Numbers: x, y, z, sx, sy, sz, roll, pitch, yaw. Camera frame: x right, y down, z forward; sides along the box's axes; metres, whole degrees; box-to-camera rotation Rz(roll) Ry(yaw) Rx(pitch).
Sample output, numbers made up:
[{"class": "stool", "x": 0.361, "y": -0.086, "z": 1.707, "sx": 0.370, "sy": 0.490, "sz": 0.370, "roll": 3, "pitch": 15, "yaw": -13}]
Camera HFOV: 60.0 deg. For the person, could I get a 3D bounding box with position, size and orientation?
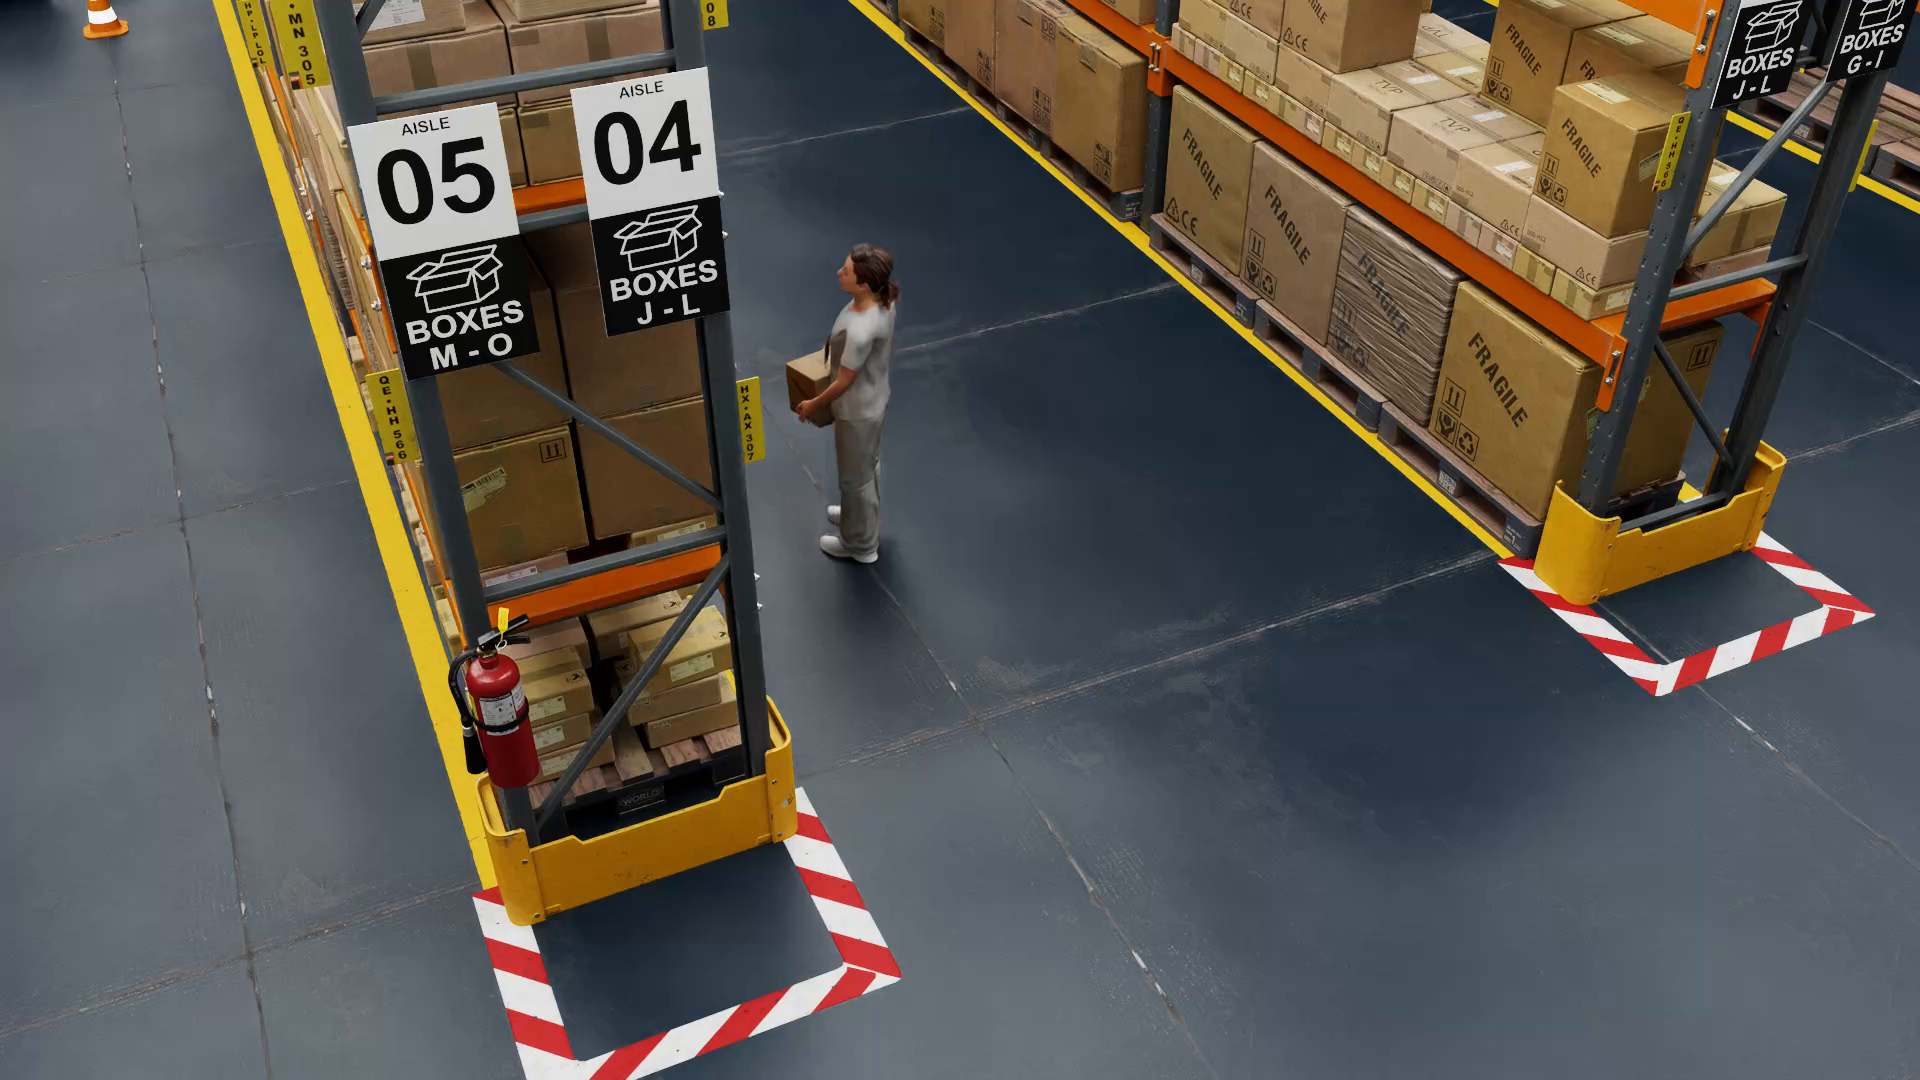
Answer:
[{"class": "person", "x": -0.489, "y": -0.633, "z": 7.670, "sx": 0.488, "sy": 1.681, "sz": 0.525, "roll": 5, "pitch": 38, "yaw": 7}]
